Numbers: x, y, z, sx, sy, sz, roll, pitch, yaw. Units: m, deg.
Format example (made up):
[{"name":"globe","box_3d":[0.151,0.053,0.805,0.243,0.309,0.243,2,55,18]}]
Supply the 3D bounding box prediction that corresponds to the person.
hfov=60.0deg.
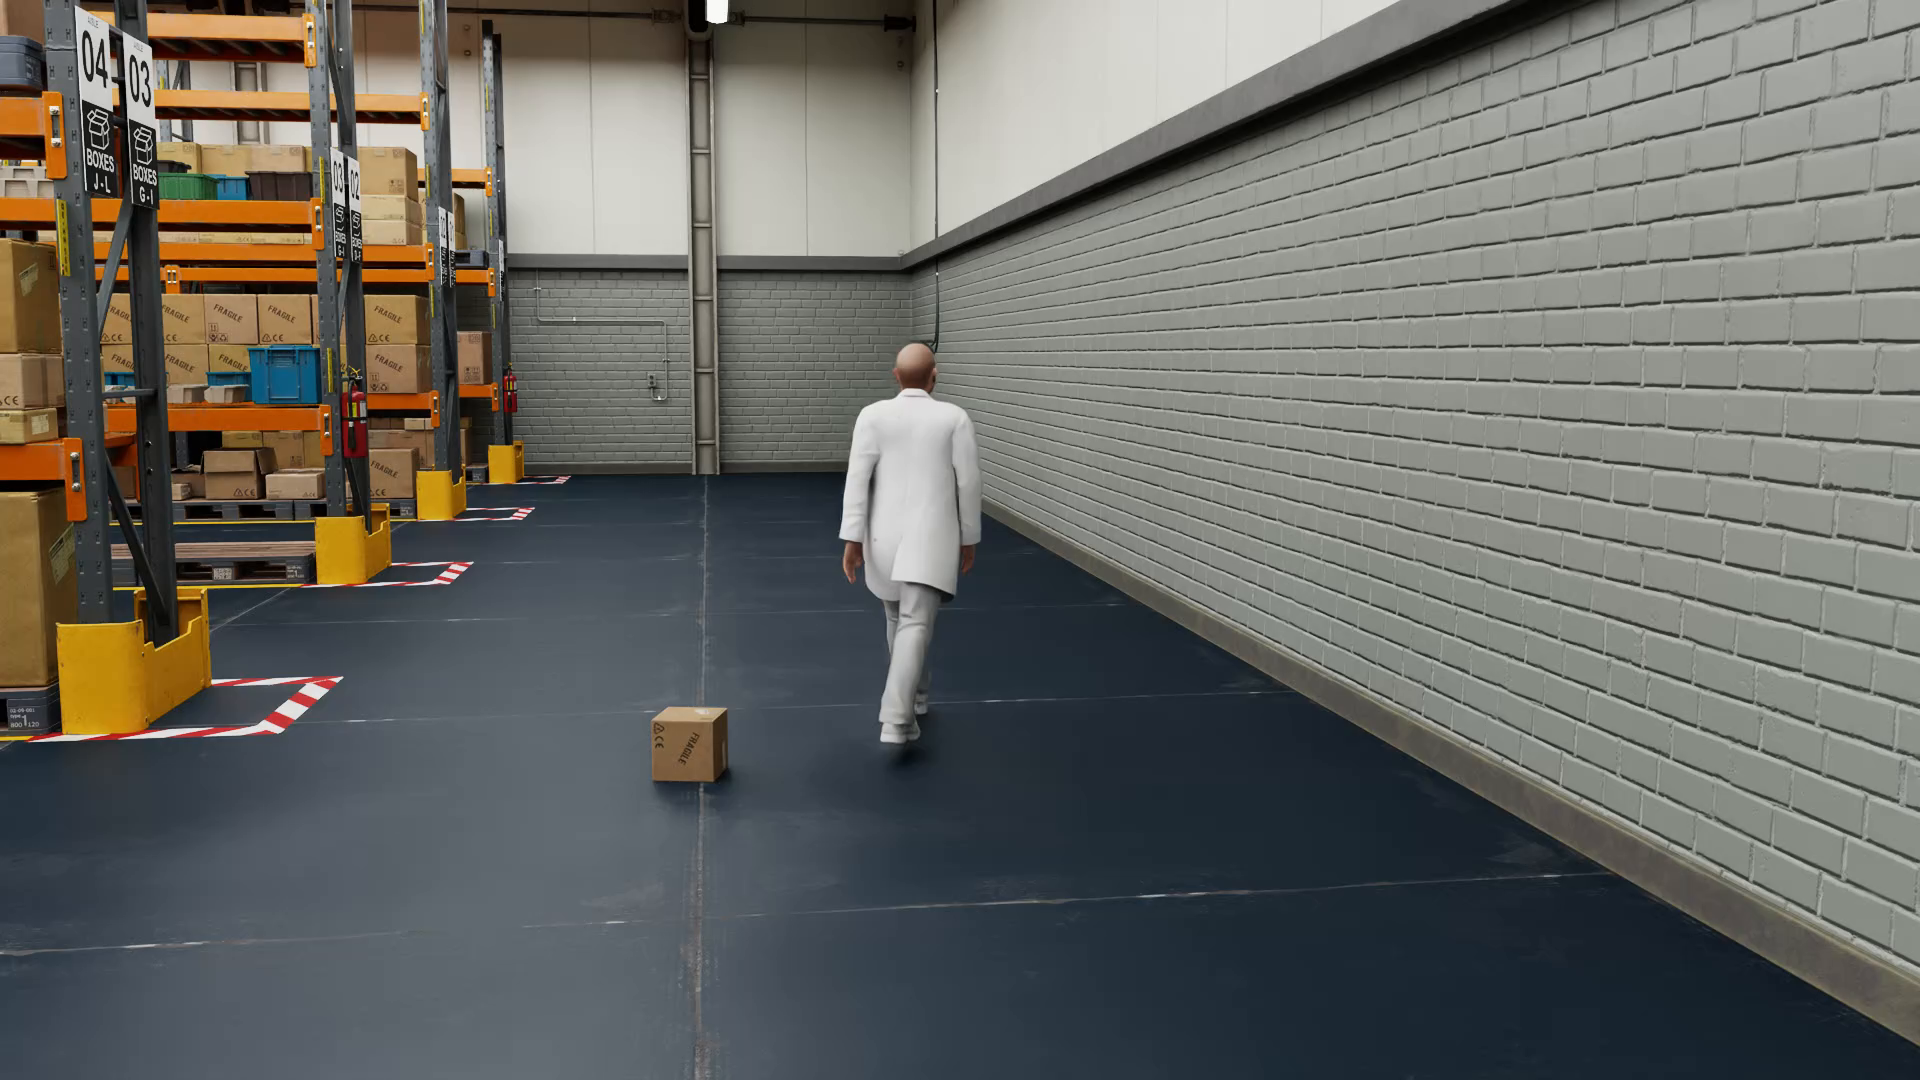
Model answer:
[{"name":"person","box_3d":[-0.191,-0.013,7.372,0.597,1.711,1.151,2,7,13]}]
